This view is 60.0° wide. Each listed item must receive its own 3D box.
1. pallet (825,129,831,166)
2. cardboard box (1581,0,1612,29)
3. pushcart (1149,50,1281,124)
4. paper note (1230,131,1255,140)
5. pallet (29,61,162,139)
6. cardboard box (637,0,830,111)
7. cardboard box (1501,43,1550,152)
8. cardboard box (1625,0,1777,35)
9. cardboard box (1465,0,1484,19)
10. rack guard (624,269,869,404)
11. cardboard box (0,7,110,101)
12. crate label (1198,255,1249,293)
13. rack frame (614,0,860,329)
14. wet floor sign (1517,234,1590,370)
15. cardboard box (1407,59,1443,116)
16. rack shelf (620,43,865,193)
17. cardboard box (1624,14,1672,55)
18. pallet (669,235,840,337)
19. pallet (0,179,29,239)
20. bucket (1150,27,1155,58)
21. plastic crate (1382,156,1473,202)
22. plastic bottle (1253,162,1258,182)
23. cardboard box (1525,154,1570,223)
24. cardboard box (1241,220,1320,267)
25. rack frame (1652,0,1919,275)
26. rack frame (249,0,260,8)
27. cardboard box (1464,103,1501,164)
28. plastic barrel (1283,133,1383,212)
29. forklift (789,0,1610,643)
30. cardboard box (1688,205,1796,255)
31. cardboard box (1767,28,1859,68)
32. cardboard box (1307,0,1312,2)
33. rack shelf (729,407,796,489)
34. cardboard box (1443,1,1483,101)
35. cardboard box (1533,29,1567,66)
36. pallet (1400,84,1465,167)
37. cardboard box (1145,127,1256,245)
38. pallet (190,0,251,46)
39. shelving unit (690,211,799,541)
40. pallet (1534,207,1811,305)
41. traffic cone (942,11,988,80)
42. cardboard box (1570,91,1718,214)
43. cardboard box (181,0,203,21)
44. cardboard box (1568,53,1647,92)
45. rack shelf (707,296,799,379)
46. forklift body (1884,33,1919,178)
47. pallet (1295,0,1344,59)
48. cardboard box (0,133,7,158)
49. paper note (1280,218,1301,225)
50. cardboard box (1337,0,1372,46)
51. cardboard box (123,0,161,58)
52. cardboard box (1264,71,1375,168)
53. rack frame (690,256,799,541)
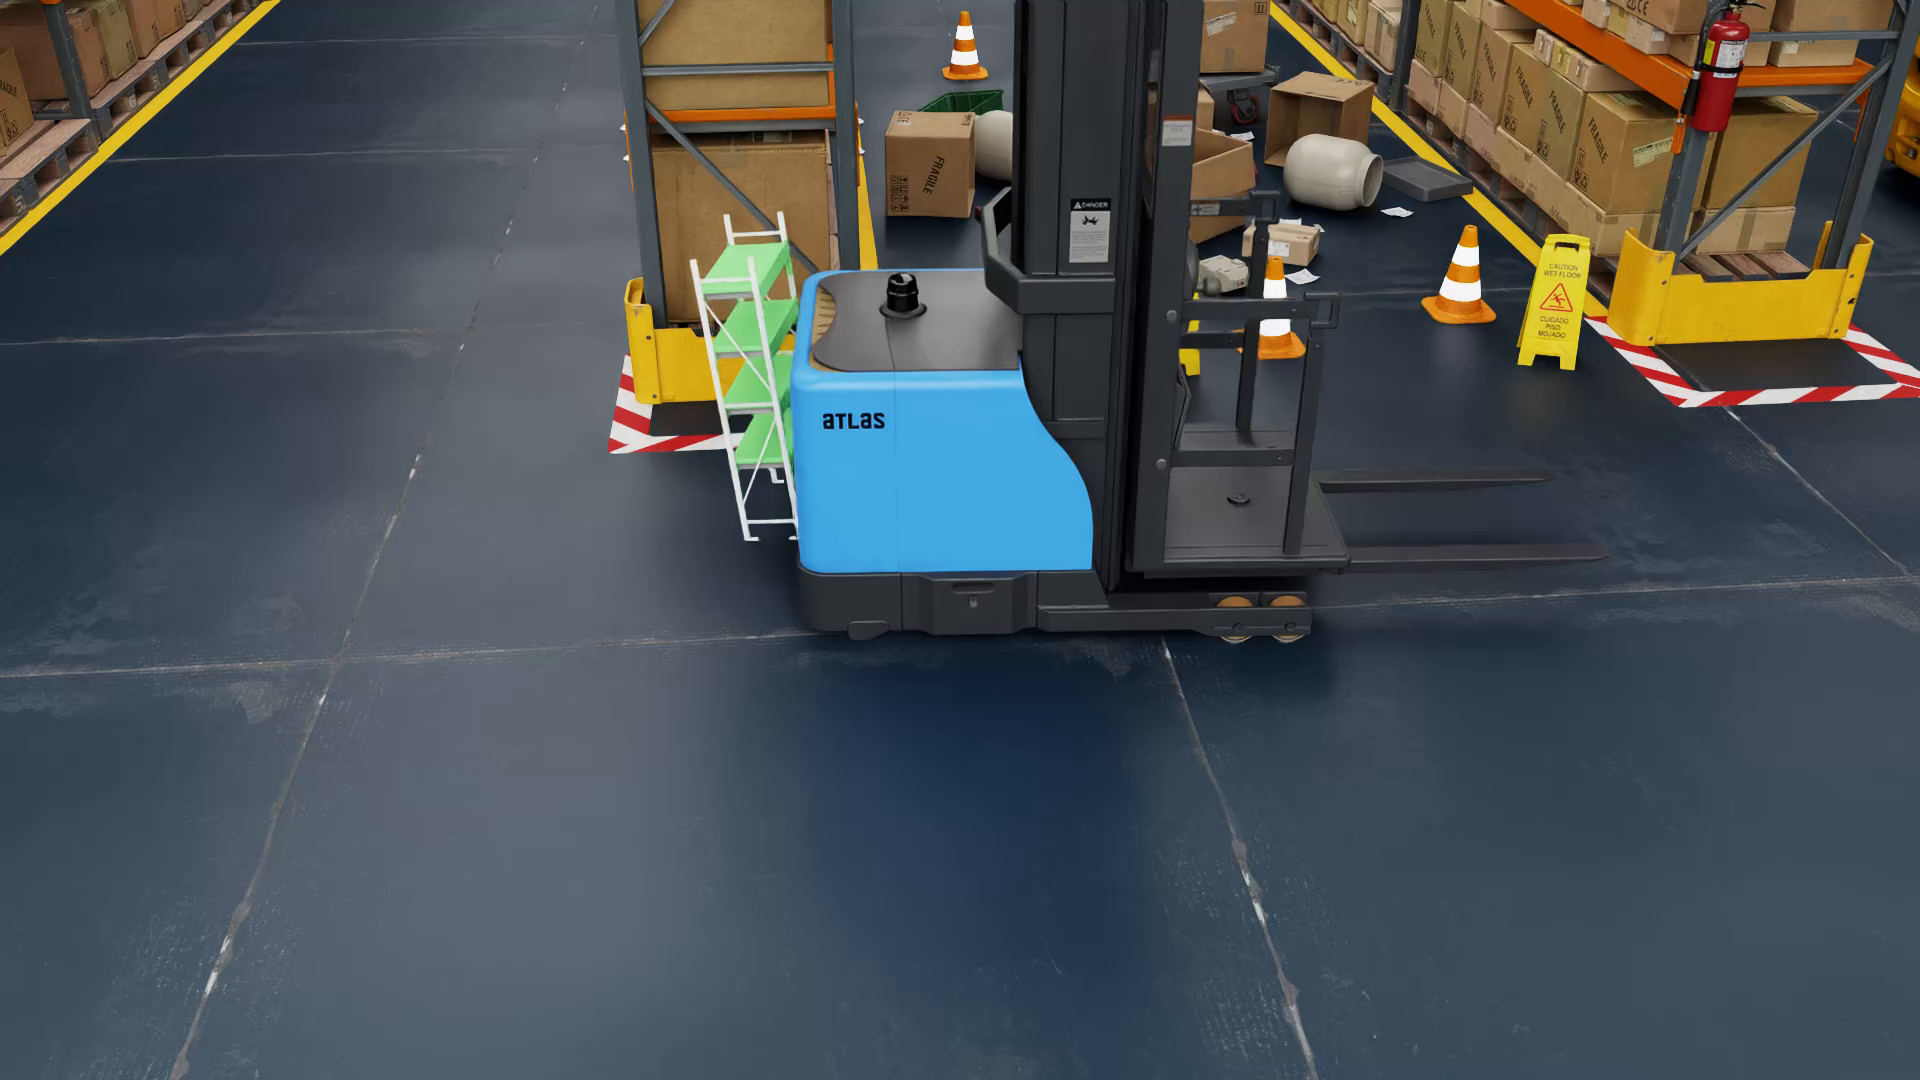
[{"bbox_3d":[-1.346,-2.504,10.736,1.003,0.211,1.213,-3,31,-5],"label":"pallet"},{"bbox_3d":[3.515,-2.799,8.755,0.380,0.149,0.250,-2,31,-4],"label":"cardboard box"},{"bbox_3d":[1.314,-3.121,11.608,1.648,0.377,0.936,-14,33,-22],"label":"pushcart"},{"bbox_3d":[1.931,-2.755,11.333,0.148,0.019,0.142,-3,31,-5],"label":"paper note"},{"bbox_3d":[-6.361,-3.107,11.747,1.003,0.211,1.213,-3,31,-5],"label":"pallet"},{"bbox_3d":[-1.045,-2.303,7.534,0.875,0.550,0.550,-3,31,-5],"label":"cardboard box"},{"bbox_3d":[3.527,-2.582,9.689,0.500,0.500,0.500,-3,31,-6],"label":"cardboard box"},{"bbox_3d":[3.628,-2.774,8.082,0.500,0.500,0.500,-3,31,-5],"label":"cardboard box"},{"bbox_3d":[3.368,-3.339,10.323,0.380,0.149,0.250,-2,31,-3],"label":"cardboard box"},{"bbox_3d":[-0.963,-0.966,7.879,1.175,0.500,0.348,-3,31,-5],"label":"rack guard"},{"bbox_3d":[-6.323,-3.337,11.421,0.700,0.500,0.500,-5,31,-8],"label":"cardboard box"},{"bbox_3d":[1.420,-1.440,9.028,0.250,0.136,0.298,-20,36,-30],"label":"crate label"},{"bbox_3d":[-0.966,-2.051,7.259,1.000,3.000,0.127,-3,31,-5],"label":"rack frame"},{"bbox_3d":[2.906,-1.181,8.097,0.267,0.644,0.232,8,32,13],"label":"wet floor sign"},{"bbox_3d":[3.366,-3.068,11.232,0.500,0.250,0.500,-4,31,-7],"label":"cardboard box"},{"bbox_3d":[-1.152,-2.763,9.153,1.077,0.370,4.000,-3,31,-5],"label":"rack shelf"},{"bbox_3d":[3.571,-2.537,8.317,0.380,0.149,0.250,-3,31,-5],"label":"cardboard box"},{"bbox_3d":[-1.118,-1.258,8.651,1.003,0.211,1.213,-3,31,-5],"label":"pallet"},{"bbox_3d":[-6.072,-1.745,9.465,1.003,0.211,1.213,-3,31,-5],"label":"pallet"},{"bbox_3d":[0.969,-3.381,11.196,0.726,0.611,0.620,8,22,13],"label":"bucket"},{"bbox_3d":[2.910,-2.288,10.502,0.402,0.080,0.583,-14,33,-22],"label":"plastic crate"},{"bbox_3d":[1.833,-2.372,10.661,0.133,0.061,0.283,2,31,4],"label":"plastic bottle"},{"bbox_3d":[3.569,-2.004,9.452,0.500,0.250,0.500,-3,31,-4],"label":"cardboard box"},{"bbox_3d":[1.820,-1.688,9.431,0.380,0.149,0.250,13,33,21],"label":"cardboard box"},{"bbox_3d":[3.953,-2.340,7.742,1.000,3.000,0.127,-3,31,-5],"label":"rack frame"},{"bbox_3d":[-6.661,-5.949,13.785,1.000,3.000,0.127,-3,31,-5],"label":"rack frame"},{"bbox_3d":[3.479,-2.525,10.324,0.500,0.250,0.500,-3,31,-5],"label":"cardboard box"},{"bbox_3d":[2.253,-2.216,10.047,0.512,0.421,0.421,20,36,29],"label":"plastic barrel"},{"bbox_3d":[0.910,-1.154,5.824,3.031,2.935,1.130,-1,31,-1],"label":"forklift"},{"bbox_3d":[4.153,-1.765,9.051,0.500,0.250,0.500,-3,31,-5],"label":"cardboard box"},{"bbox_3d":[4.128,-2.415,8.113,0.380,0.149,0.250,-3,31,-4],"label":"cardboard box"},{"bbox_3d":[3.326,-4.811,14.032,0.950,0.372,0.625,-3,31,-6],"label":"cardboard box"},{"bbox_3d":[-0.751,-0.383,6.786,0.258,0.148,0.480,-1,30,10],"label":"rack shelf"},{"bbox_3d":[3.428,-3.117,10.584,0.500,0.500,0.500,-2,31,-3],"label":"cardboard box"},{"bbox_3d":[3.474,-2.784,9.394,0.380,0.149,0.250,-1,31,-2],"label":"cardboard box"},{"bbox_3d":[3.678,-2.844,11.305,1.003,0.211,1.213,-3,31,-5],"label":"pallet"},{"bbox_3d":[1.269,-2.043,9.680,0.637,0.503,0.797,27,40,37],"label":"cardboard box"},{"bbox_3d":[-6.589,-4.353,13.832,1.003,0.211,1.213,-3,31,-5],"label":"pallet"},{"bbox_3d":[-0.784,-0.644,6.635,0.258,1.200,0.503,-1,30,10],"label":"shelving unit"},{"bbox_3d":[3.906,-1.598,9.219,1.003,0.211,1.213,-3,31,-5],"label":"pallet"},{"bbox_3d":[0.039,-3.761,12.596,0.336,0.463,0.334,-3,31,-5],"label":"traffic cone"},{"bbox_3d":[3.619,-2.058,8.811,0.500,0.500,0.500,-3,31,-4],"label":"cardboard box"},{"bbox_3d":[-6.514,-4.441,13.269,0.700,0.500,0.500,-5,31,-9],"label":"cardboard box"},{"bbox_3d":[3.518,-2.521,8.953,0.380,0.149,0.250,-2,31,-3],"label":"cardboard box"},{"bbox_3d":[-0.802,-0.796,6.548,0.258,0.148,0.480,-1,30,10],"label":"rack shelf"},{"bbox_3d":[6.901,-3.096,9.835,2.313,2.155,1.214,-3,31,-5],"label":"forklift body"},{"bbox_3d":[3.388,-4.207,13.587,1.003,0.211,1.213,-3,31,-5],"label":"pallet"},{"bbox_3d":[-6.228,-2.516,10.065,0.500,0.500,0.500,7,32,11],"label":"cardboard box"},{"bbox_3d":[1.953,-1.888,9.893,0.148,0.019,0.142,8,32,13],"label":"paper note"},{"bbox_3d":[3.458,-4.069,12.790,0.950,0.372,0.625,-1,31,-1],"label":"cardboard box"},{"bbox_3d":[-6.401,-3.867,12.308,0.700,0.500,0.500,-5,31,-9],"label":"cardboard box"},{"bbox_3d":[2.325,-2.698,10.776,0.500,0.500,0.500,20,36,29],"label":"cardboard box"},{"bbox_3d":[-0.816,-0.520,6.428,0.240,1.200,0.015,-1,30,10],"label":"rack frame"}]
